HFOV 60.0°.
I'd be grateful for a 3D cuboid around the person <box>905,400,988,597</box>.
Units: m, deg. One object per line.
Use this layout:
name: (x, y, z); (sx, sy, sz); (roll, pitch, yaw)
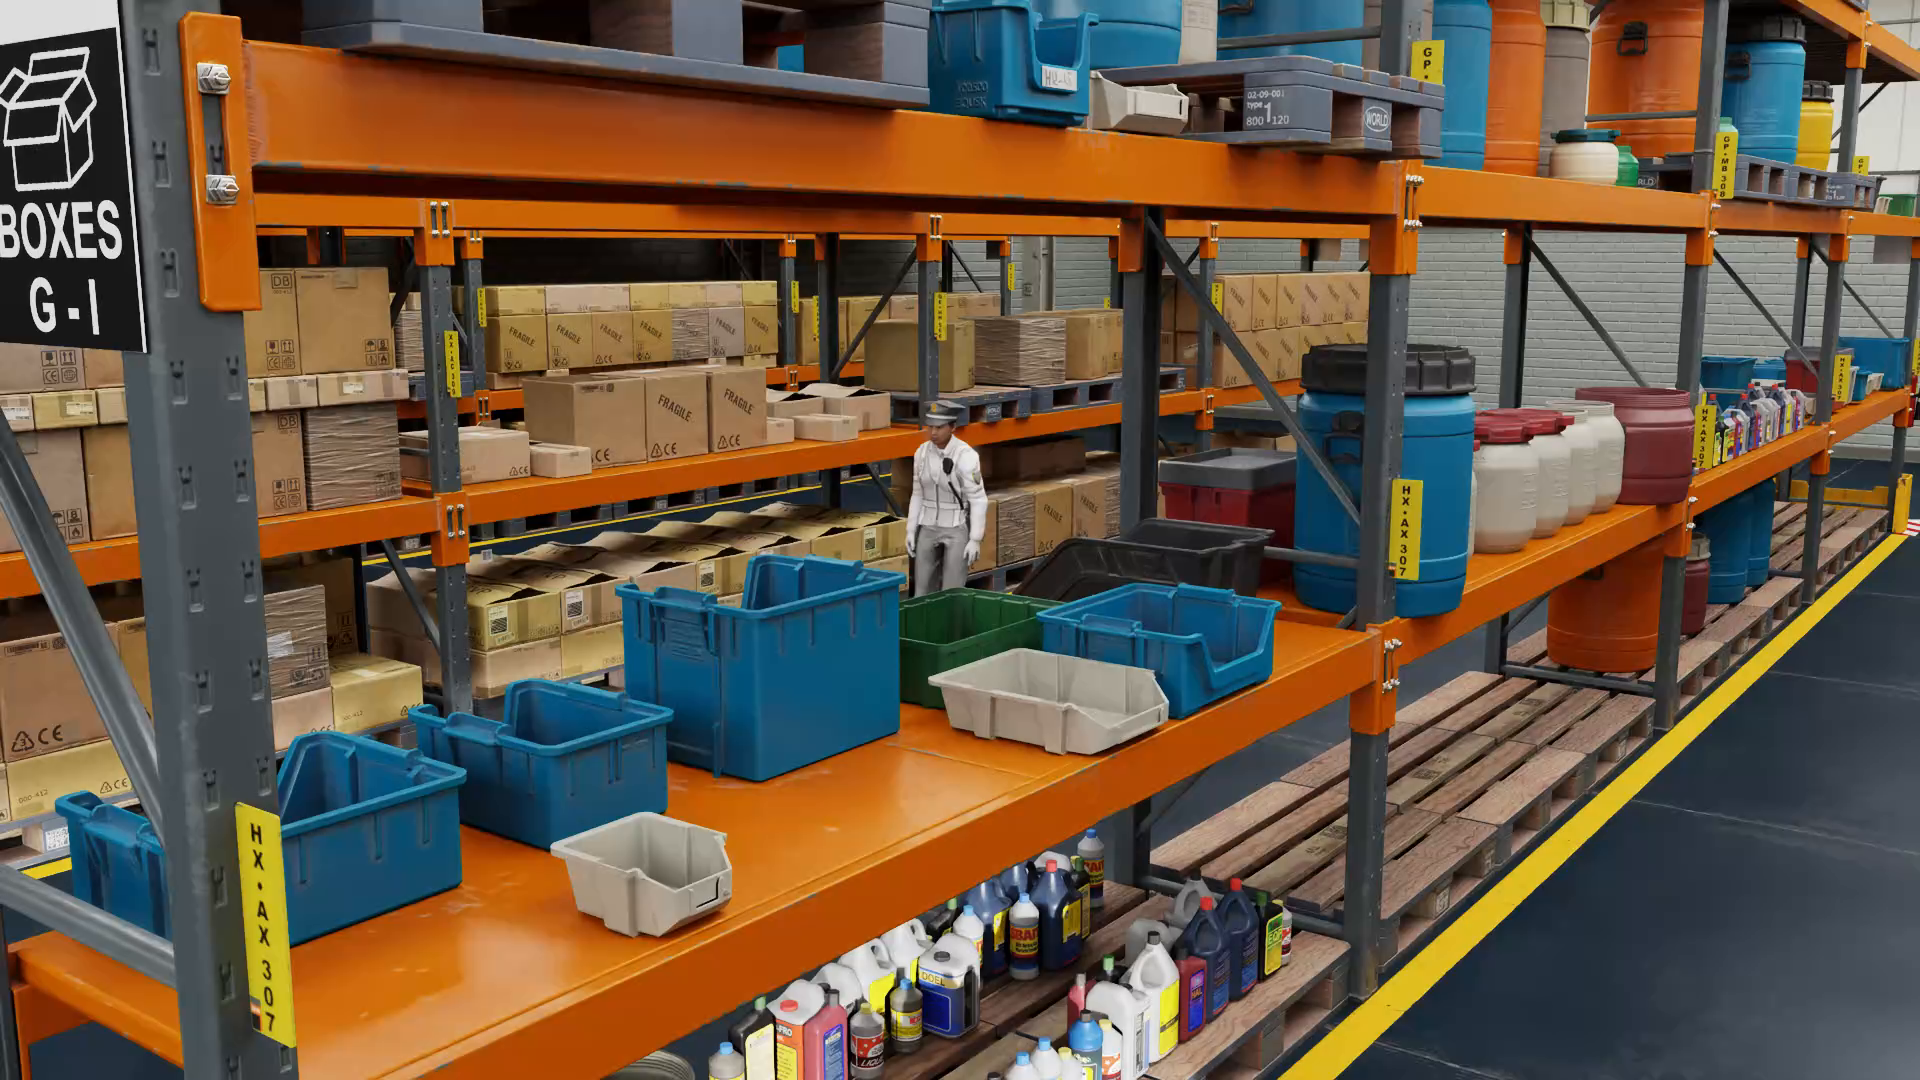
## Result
person: (-0.104, -0.010, 9.949); (0.540, 1.662, 0.415); (6, 12, 32)
